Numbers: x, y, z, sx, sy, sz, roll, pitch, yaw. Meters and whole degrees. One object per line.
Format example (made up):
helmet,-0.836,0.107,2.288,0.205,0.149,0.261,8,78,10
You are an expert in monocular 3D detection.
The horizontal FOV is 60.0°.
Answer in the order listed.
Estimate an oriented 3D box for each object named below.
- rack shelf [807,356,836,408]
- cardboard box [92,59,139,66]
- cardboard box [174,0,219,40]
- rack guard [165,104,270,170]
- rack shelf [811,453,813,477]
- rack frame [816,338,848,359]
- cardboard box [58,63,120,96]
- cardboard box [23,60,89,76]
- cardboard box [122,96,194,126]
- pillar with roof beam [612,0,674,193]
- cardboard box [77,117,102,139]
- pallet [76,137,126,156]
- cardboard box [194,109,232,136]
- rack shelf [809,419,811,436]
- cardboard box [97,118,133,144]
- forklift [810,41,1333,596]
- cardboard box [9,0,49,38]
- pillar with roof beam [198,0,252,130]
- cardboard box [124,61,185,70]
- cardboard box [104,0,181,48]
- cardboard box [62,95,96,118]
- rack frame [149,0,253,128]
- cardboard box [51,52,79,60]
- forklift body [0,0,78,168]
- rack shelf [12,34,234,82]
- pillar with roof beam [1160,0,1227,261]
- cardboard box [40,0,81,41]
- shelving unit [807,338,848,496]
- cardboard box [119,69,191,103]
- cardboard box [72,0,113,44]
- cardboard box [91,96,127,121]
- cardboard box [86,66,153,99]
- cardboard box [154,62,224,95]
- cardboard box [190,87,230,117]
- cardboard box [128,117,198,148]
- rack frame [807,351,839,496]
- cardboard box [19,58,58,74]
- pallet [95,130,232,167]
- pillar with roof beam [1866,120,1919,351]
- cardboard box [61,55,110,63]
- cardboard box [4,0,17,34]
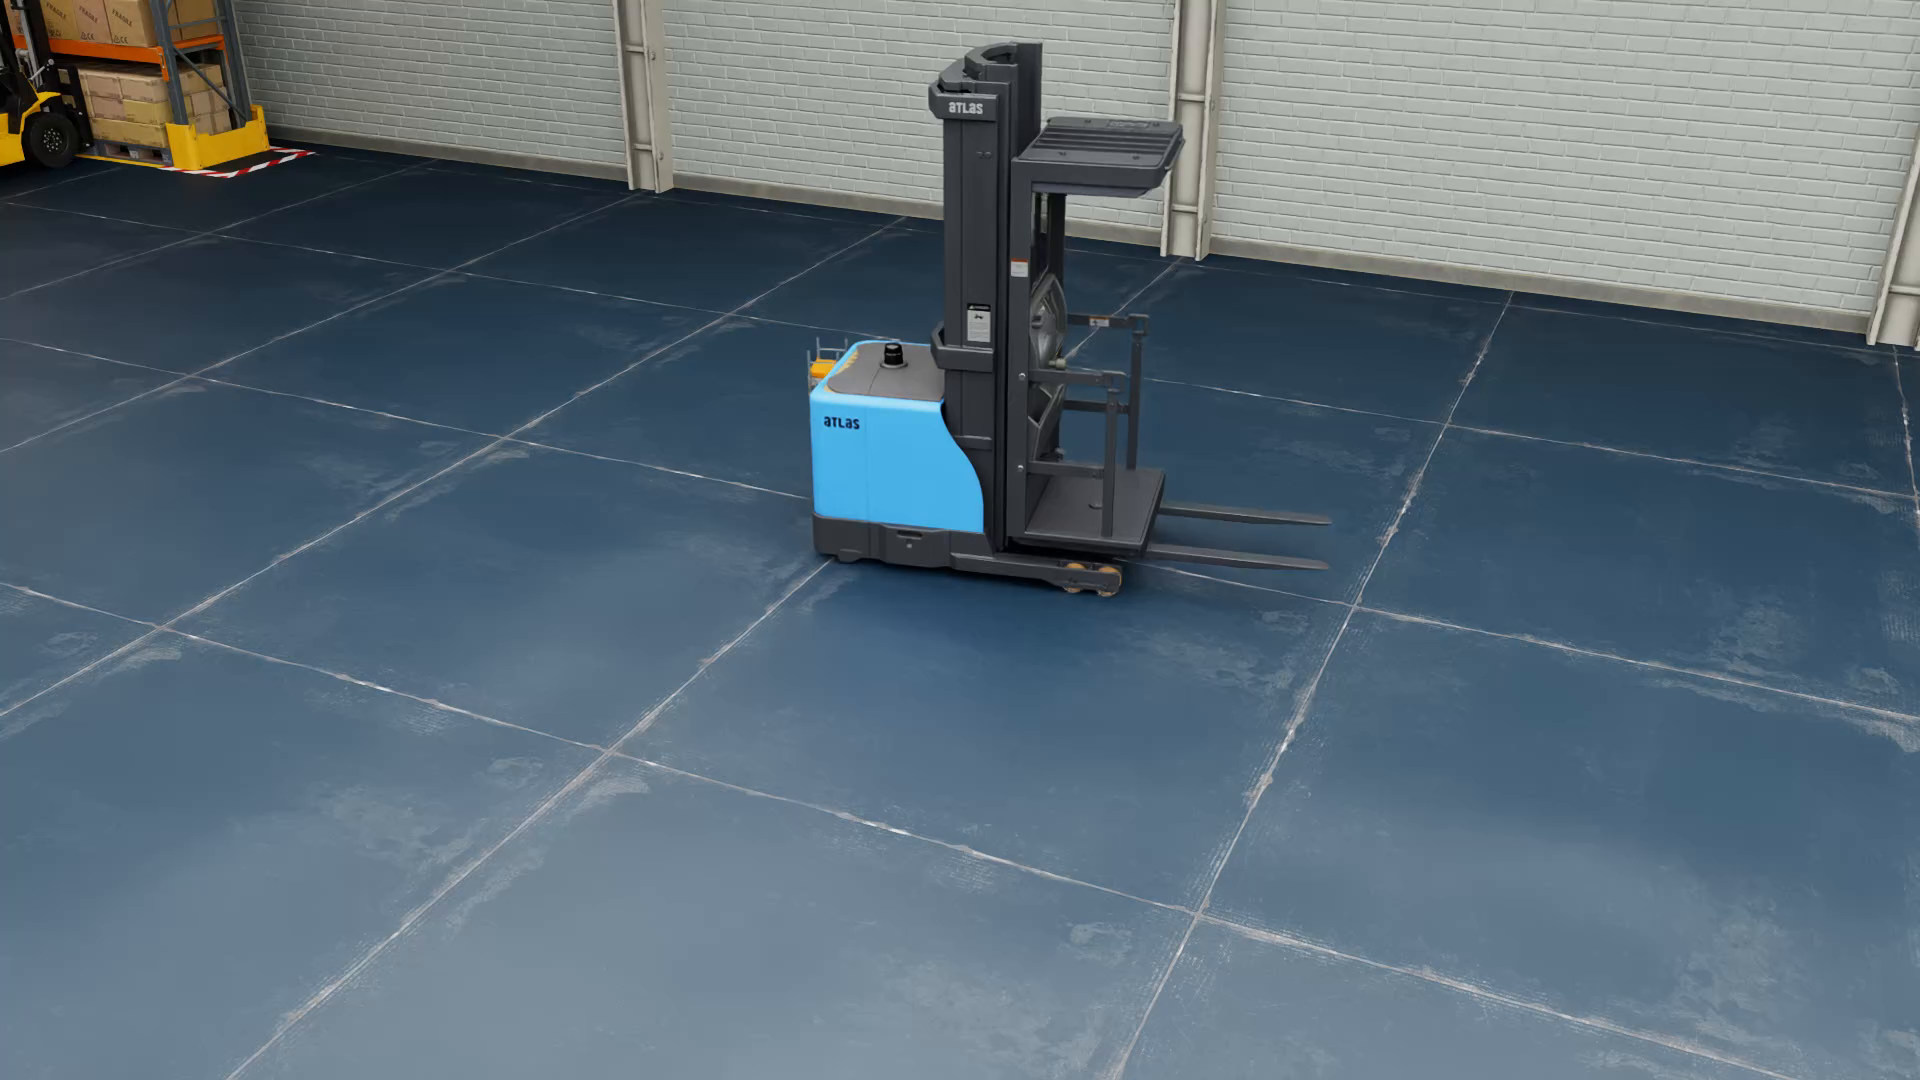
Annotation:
rack shelf,-0.823,-0.986,10.446,0.215,0.259,0.240,4,26,8
cardboard box,-9.798,-5.513,19.556,0.500,0.250,0.500,11,28,21
cardboard box,-8.867,-6.007,18.941,0.500,0.500,0.500,12,29,23
rack guard,-8.510,-4.634,19.096,0.348,0.500,1.175,11,28,22
rack shelf,-0.822,-0.482,10.694,0.215,0.259,0.240,4,26,8
rack frame,-0.803,-0.794,10.675,0.200,1.050,0.008,4,26,8
cardboard box,-10.010,-5.301,19.127,0.500,0.250,0.500,12,29,22
cardboard box,-10.469,-5.397,19.321,0.500,0.250,0.500,11,28,21
cardboard box,-9.104,-4.902,18.882,0.500,0.250,0.500,11,28,21
pillar with roof beam,-5.112,-6.113,12.478,0.400,9.000,9.100,11,28,22
cardboard box,-9.990,-4.863,19.369,0.500,0.250,0.500,12,29,22
pallet,-10.352,-4.855,19.873,1.213,0.211,1.003,11,28,22
cardboard box,-8.898,-4.883,19.409,0.500,0.250,0.500,11,28,22
rack shelf,-0.822,-0.732,10.571,0.215,0.259,0.240,4,26,8
cardboard box,-9.539,-4.768,19.176,0.500,0.250,0.500,11,28,22
forklift,0.691,-1.250,9.471,3.031,2.935,1.130,6,27,12
cardboard box,-10.485,-6.069,19.067,0.500,0.500,0.500,12,28,22
pillar with roof beam,-10.574,-7.210,14.706,0.400,9.000,9.100,11,28,22
cardboard box,-9.347,-5.417,19.362,0.500,0.250,0.500,11,28,22
cardboard box,-9.088,-5.789,18.499,0.500,0.500,0.500,11,28,21
cardboard box,-10.035,-5.084,19.252,0.500,0.250,0.500,11,28,21
rack frame,-8.531,-5.760,18.553,0.127,3.000,1.000,11,28,22
cardboard box,-10.722,-5.698,19.932,0.500,0.250,0.500,12,28,22
forklift body,-11.013,-4.992,17.954,1.214,2.155,2.313,11,28,22
rack shelf,-10.352,-5.803,19.454,4.000,0.370,1.077,11,28,22
pillar with roof beam,0.349,-5.016,10.250,0.400,9.000,9.100,11,28,22
cardboard box,-10.023,-5.981,18.889,0.500,0.500,0.500,11,28,21
shelving unit,-0.822,-0.741,10.567,0.215,1.050,0.252,4,26,8
cardboard box,-9.080,-5.122,18.763,0.500,0.250,0.500,12,29,24
cardboard box,-9.557,-5.887,18.699,0.500,0.500,0.500,12,29,23
cardboard box,-9.556,-4.998,19.077,0.500,0.250,0.500,11,28,21
cardboard box,-9.547,-5.213,18.947,0.500,0.250,0.500,12,29,23
cardboard box,-8.891,-5.327,19.179,0.500,0.250,0.500,11,28,21
cardboard box,-8.874,-5.108,19.301,0.500,0.250,0.500,12,29,23
cardboard box,-9.090,-4.673,18.984,0.500,0.250,0.500,12,28,22
rack frame,-0.842,-0.688,10.458,0.200,1.050,0.008,4,26,8
cardboard box,-10.943,-5.496,19.522,0.500,0.250,0.500,12,29,24
pallet,-9.245,-4.632,19.418,1.213,0.211,1.003,11,28,22
pillar with roof beam,5.811,-3.919,8.022,0.400,9.000,9.100,11,28,22
cardboard box,-10.261,-5.609,19.752,0.500,0.250,0.500,11,28,21
cardboard box,-10.934,-6.169,19.271,0.500,0.500,0.500,11,28,21
